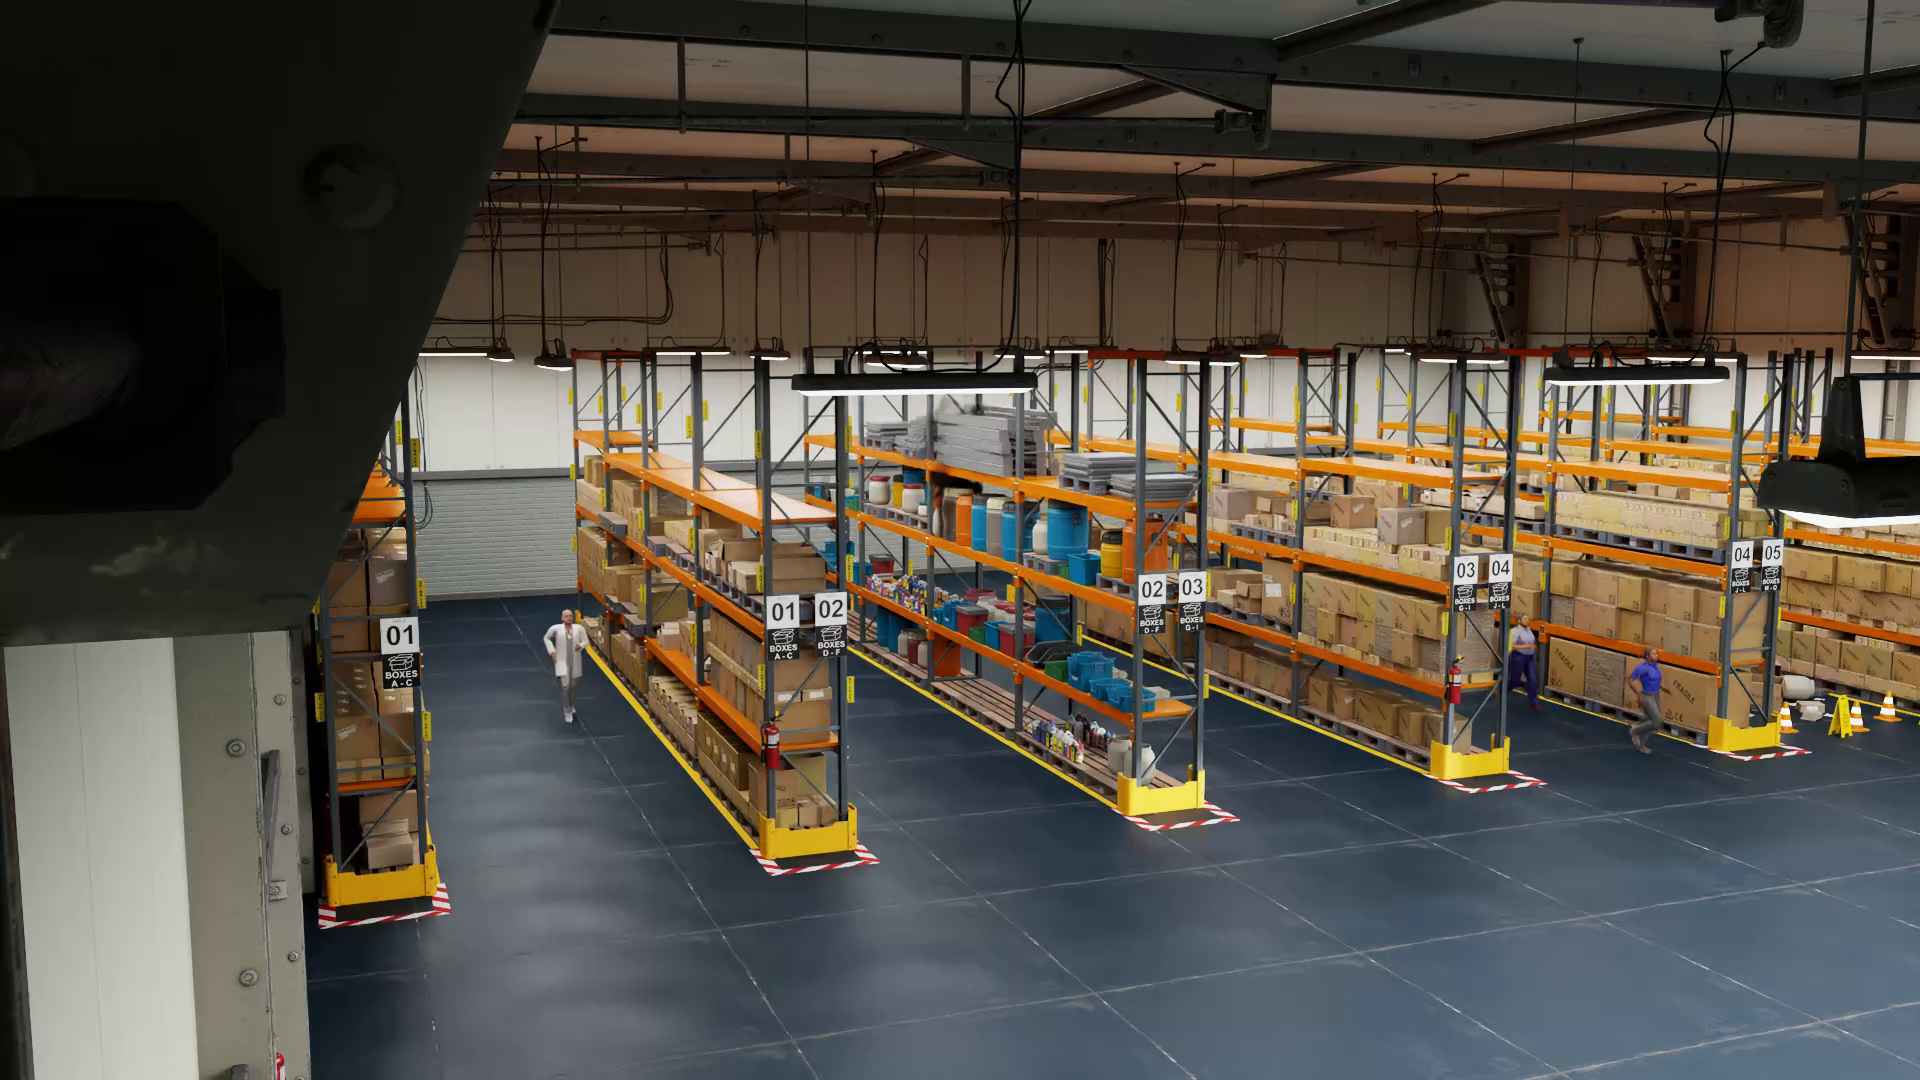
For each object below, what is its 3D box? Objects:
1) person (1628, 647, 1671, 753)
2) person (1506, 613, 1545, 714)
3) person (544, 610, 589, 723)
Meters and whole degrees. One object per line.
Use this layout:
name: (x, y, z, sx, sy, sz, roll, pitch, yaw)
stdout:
person: (10.443, 2.423, 25.096, 0.573, 1.619, 0.546, -6, 9, -39)
person: (9.404, 2.042, 27.819, 0.602, 1.622, 0.913, -4, 8, -26)
person: (-6.458, 2.054, 27.415, 0.701, 1.840, 0.800, -3, 8, -26)
